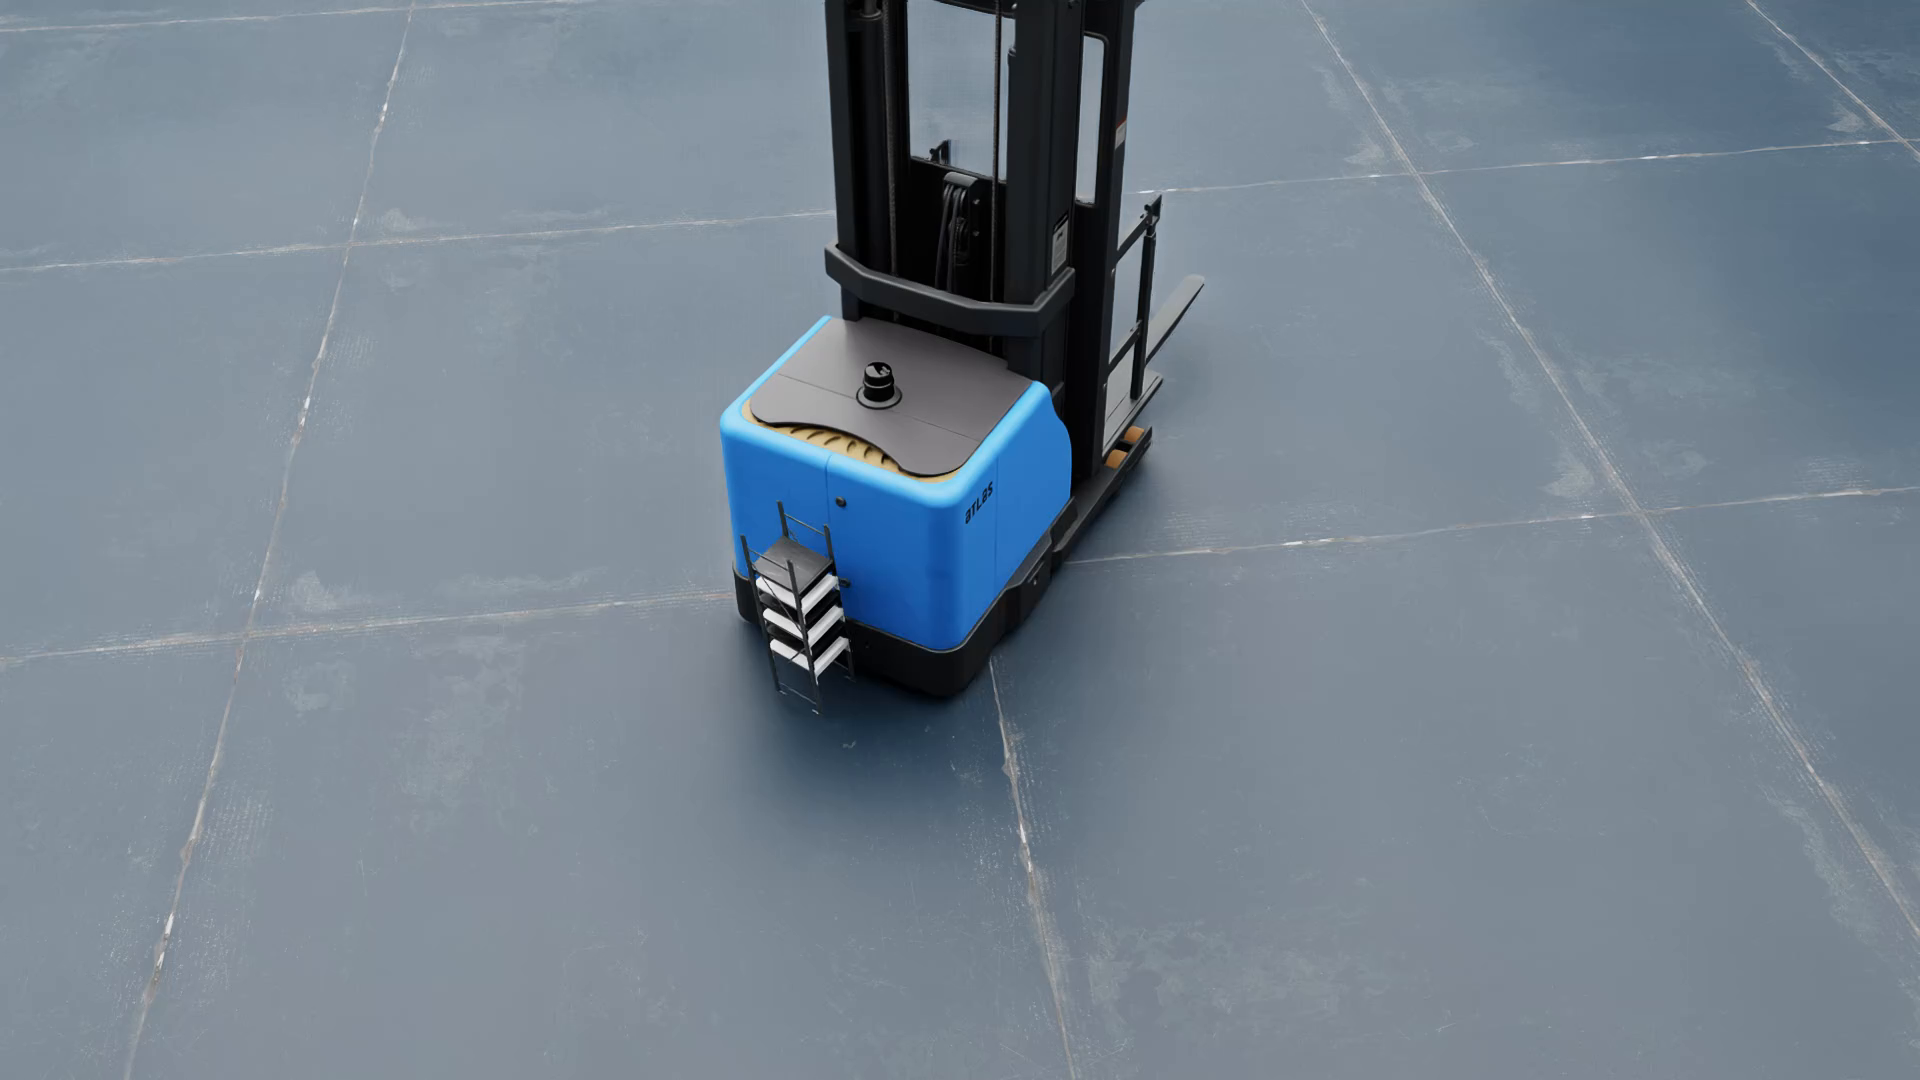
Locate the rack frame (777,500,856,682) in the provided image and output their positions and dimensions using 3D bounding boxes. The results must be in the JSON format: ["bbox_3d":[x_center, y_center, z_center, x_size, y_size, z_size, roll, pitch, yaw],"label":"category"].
[{"bbox_3d":[-0.539,0.209,6.317,0.240,0.900,0.006,26,54,26],"label":"rack frame"}]

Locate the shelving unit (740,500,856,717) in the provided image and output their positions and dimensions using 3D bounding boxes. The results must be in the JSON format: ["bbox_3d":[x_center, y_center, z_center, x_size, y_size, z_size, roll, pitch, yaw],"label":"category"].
[{"bbox_3d":[-0.599,0.272,6.263,0.258,0.900,0.210,26,54,26],"label":"shelving unit"}]

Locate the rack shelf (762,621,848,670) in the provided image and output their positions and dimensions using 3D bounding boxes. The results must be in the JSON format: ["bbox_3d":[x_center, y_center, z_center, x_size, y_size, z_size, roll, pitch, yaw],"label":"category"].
[{"bbox_3d":[-0.591,0.356,6.353,0.258,0.077,0.200,26,54,26],"label":"rack shelf"}]

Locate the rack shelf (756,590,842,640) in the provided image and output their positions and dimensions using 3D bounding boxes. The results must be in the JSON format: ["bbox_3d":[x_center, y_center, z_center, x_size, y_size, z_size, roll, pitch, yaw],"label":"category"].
[{"bbox_3d":[-0.603,0.233,6.222,0.258,0.077,0.200,26,54,26],"label":"rack shelf"}]

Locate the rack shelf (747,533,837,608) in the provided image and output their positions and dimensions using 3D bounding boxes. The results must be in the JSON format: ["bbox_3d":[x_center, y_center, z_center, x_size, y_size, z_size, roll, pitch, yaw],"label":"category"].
[{"bbox_3d":[-0.614,0.111,6.091,0.258,0.077,0.200,26,54,26],"label":"rack shelf"}]

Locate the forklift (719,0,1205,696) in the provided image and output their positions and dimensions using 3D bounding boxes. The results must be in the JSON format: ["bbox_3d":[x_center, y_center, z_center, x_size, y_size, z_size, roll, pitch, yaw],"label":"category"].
[{"bbox_3d":[0.225,-1.463,6.684,1.130,2.935,3.031,20,46,21],"label":"forklift"}]

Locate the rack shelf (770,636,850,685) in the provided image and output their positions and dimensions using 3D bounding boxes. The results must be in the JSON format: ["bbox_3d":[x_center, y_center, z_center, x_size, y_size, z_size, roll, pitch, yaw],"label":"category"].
[{"bbox_3d":[-0.586,0.417,6.419,0.258,0.077,0.200,26,54,26],"label":"rack shelf"}]

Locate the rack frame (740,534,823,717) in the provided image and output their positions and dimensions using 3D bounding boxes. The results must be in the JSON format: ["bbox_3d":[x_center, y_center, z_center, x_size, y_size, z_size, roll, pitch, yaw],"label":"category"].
[{"bbox_3d":[-0.659,0.335,6.210,0.240,0.900,0.006,26,54,26],"label":"rack frame"}]

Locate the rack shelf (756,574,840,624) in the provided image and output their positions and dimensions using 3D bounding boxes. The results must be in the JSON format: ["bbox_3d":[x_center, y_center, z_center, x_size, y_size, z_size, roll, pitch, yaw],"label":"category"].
[{"bbox_3d":[-0.608,0.172,6.157,0.258,0.077,0.200,26,54,26],"label":"rack shelf"}]

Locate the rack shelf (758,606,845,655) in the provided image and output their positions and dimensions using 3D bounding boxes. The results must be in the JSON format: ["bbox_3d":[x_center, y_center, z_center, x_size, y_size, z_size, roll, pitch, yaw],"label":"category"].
[{"bbox_3d":[-0.597,0.295,6.288,0.258,0.077,0.200,26,54,26],"label":"rack shelf"}]
